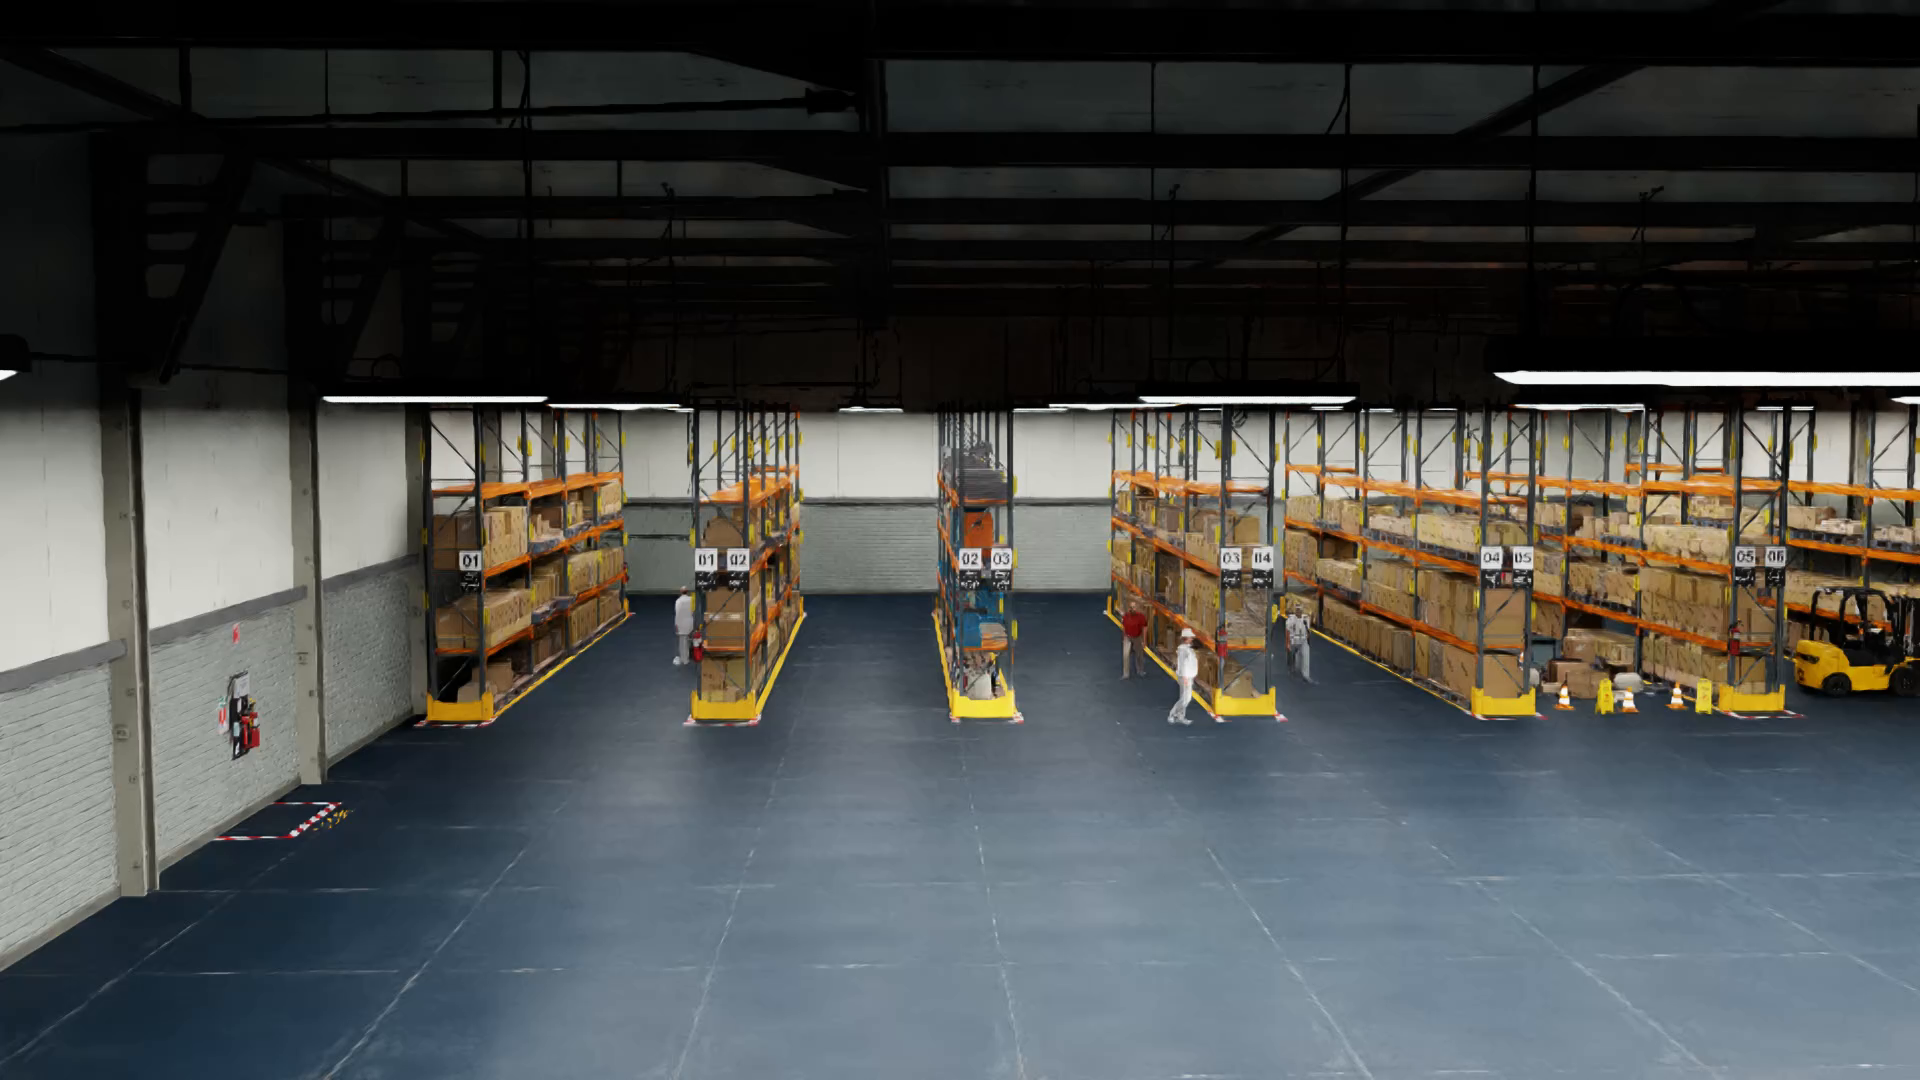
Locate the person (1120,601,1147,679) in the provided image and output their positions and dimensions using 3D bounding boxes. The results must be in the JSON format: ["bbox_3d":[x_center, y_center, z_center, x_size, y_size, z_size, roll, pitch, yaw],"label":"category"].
[{"bbox_3d":[3.773,2.149,35.956,0.568,1.677,0.942,1,4,14],"label":"person"}]

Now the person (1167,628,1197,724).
[{"bbox_3d":[4.089,2.509,30.576,0.472,1.763,0.698,2,5,24],"label":"person"}]

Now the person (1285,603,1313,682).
[{"bbox_3d":[7.221,2.171,35.565,0.542,1.671,1.126,0,4,1],"label":"person"}]

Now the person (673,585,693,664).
[{"bbox_3d":[-6.365,1.927,38.091,0.550,1.782,0.631,2,5,29],"label":"person"}]

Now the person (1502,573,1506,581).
[{"bbox_3d":[13.513,1.653,41.652,0.577,1.785,0.655,2,5,27],"label":"person"}]
